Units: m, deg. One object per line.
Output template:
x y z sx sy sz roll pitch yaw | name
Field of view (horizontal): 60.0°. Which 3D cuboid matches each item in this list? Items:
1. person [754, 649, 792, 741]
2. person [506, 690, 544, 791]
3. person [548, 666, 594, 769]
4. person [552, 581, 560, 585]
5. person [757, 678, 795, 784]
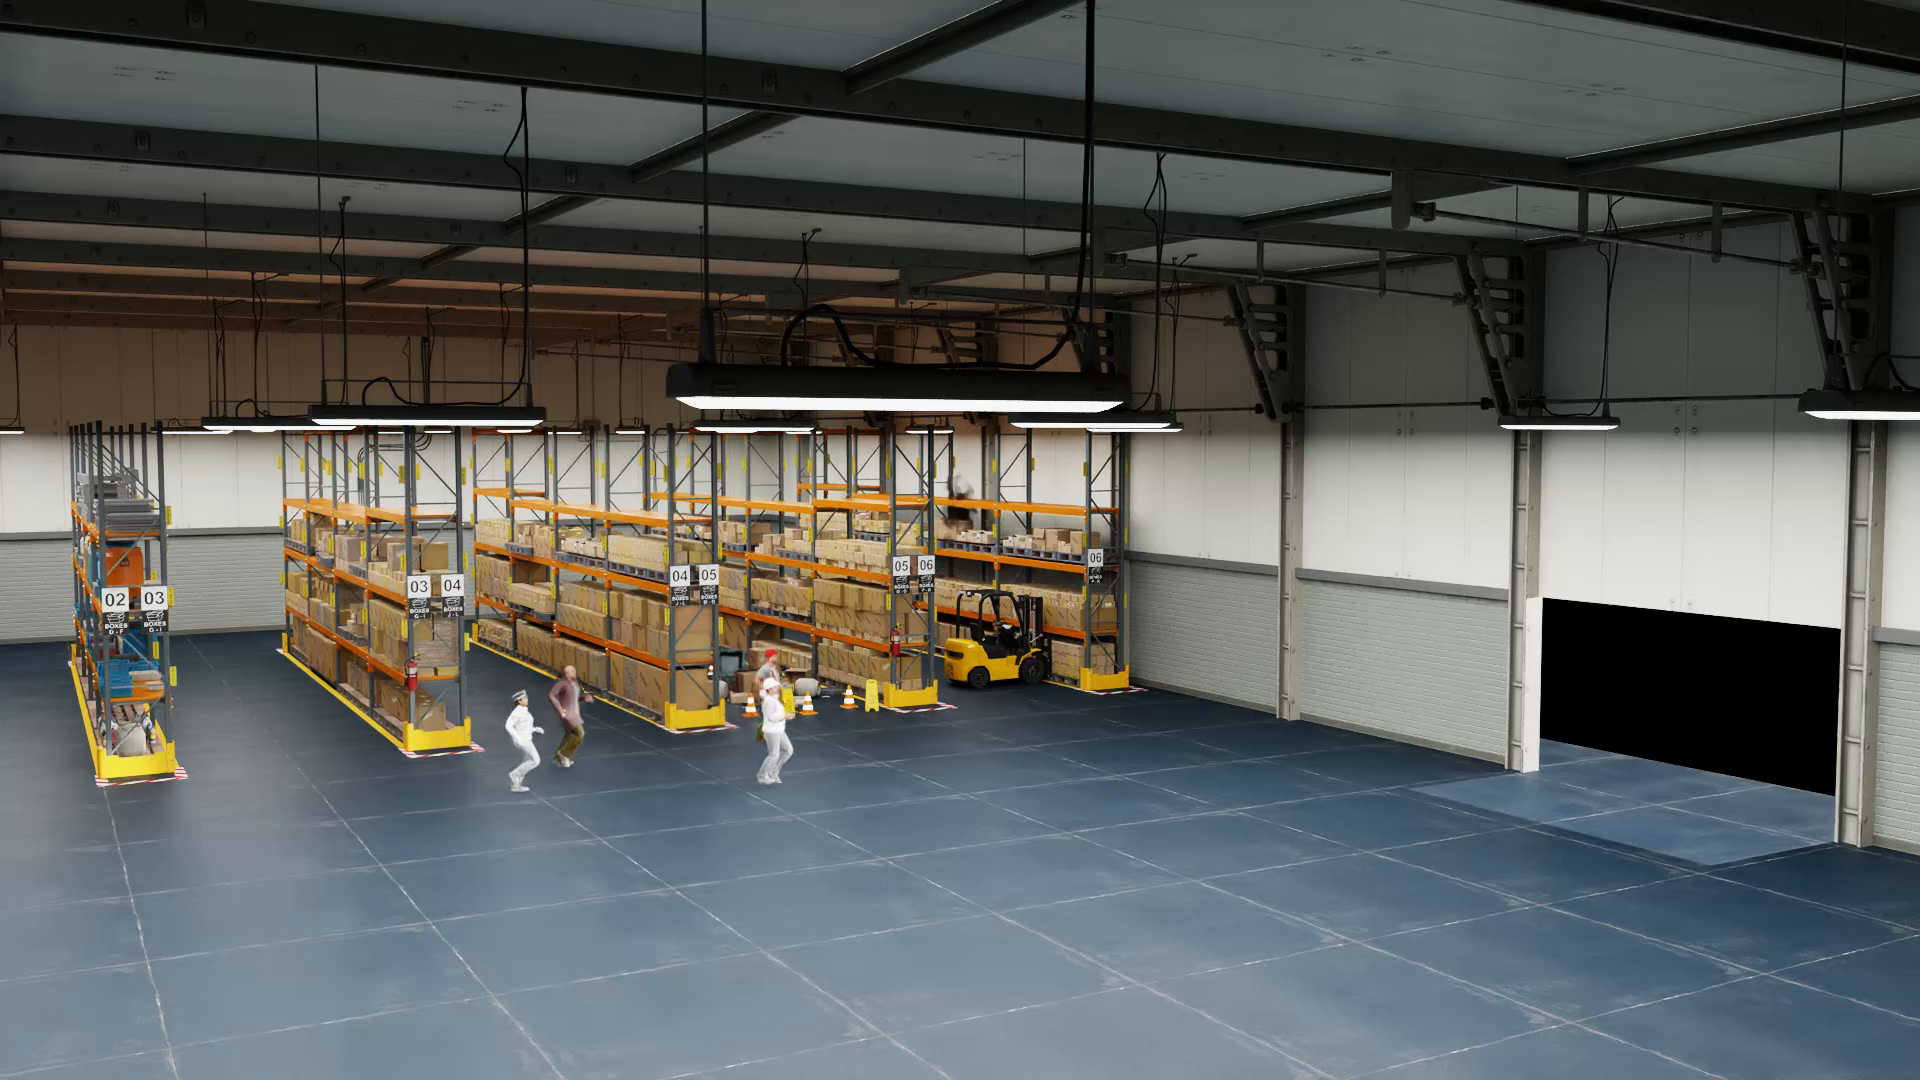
-3.515 2.914 31.198 0.675 1.736 0.663 0 4 7 | person
-6.991 3.234 26.796 0.550 1.643 0.600 0 4 -5 | person
-6.728 3.064 28.855 0.731 1.777 0.677 1 4 11 | person
-11.458 1.954 47.286 0.591 1.643 0.914 -3 5 -43 | person
-3.017 3.156 27.370 0.658 1.778 0.641 0 4 4 | person
